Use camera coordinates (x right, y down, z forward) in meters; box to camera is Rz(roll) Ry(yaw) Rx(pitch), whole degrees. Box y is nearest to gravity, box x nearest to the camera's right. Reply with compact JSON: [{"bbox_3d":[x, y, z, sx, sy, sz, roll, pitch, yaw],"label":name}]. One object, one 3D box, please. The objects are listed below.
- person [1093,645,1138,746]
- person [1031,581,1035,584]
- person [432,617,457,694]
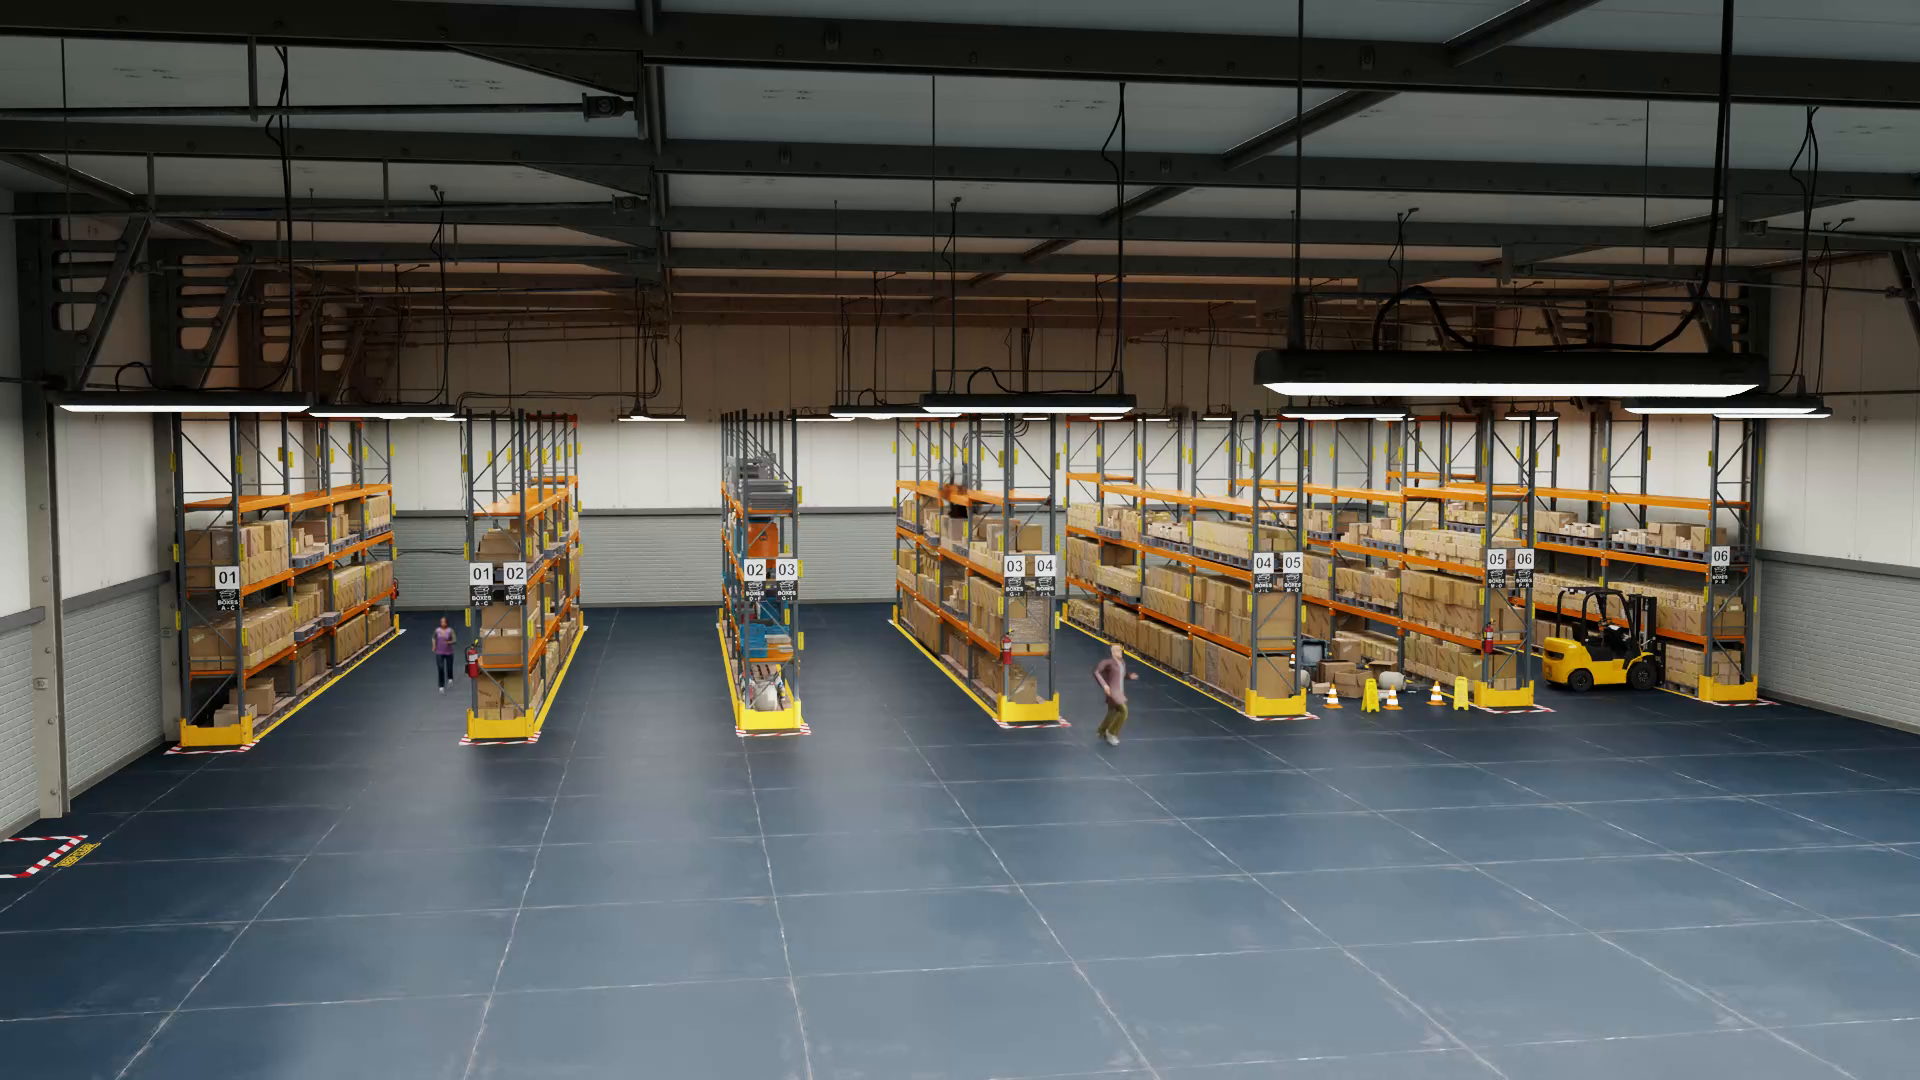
[{"bbox_3d":[2.798,2.779,29.766,0.787,1.820,0.670,3,5,34],"label":"person"},{"bbox_3d":[2.005,1.579,47.021,0.704,1.728,0.582,0,4,-4],"label":"person"},{"bbox_3d":[-10.998,2.431,35.475,0.537,1.585,0.893,-1,4,-11],"label":"person"}]
